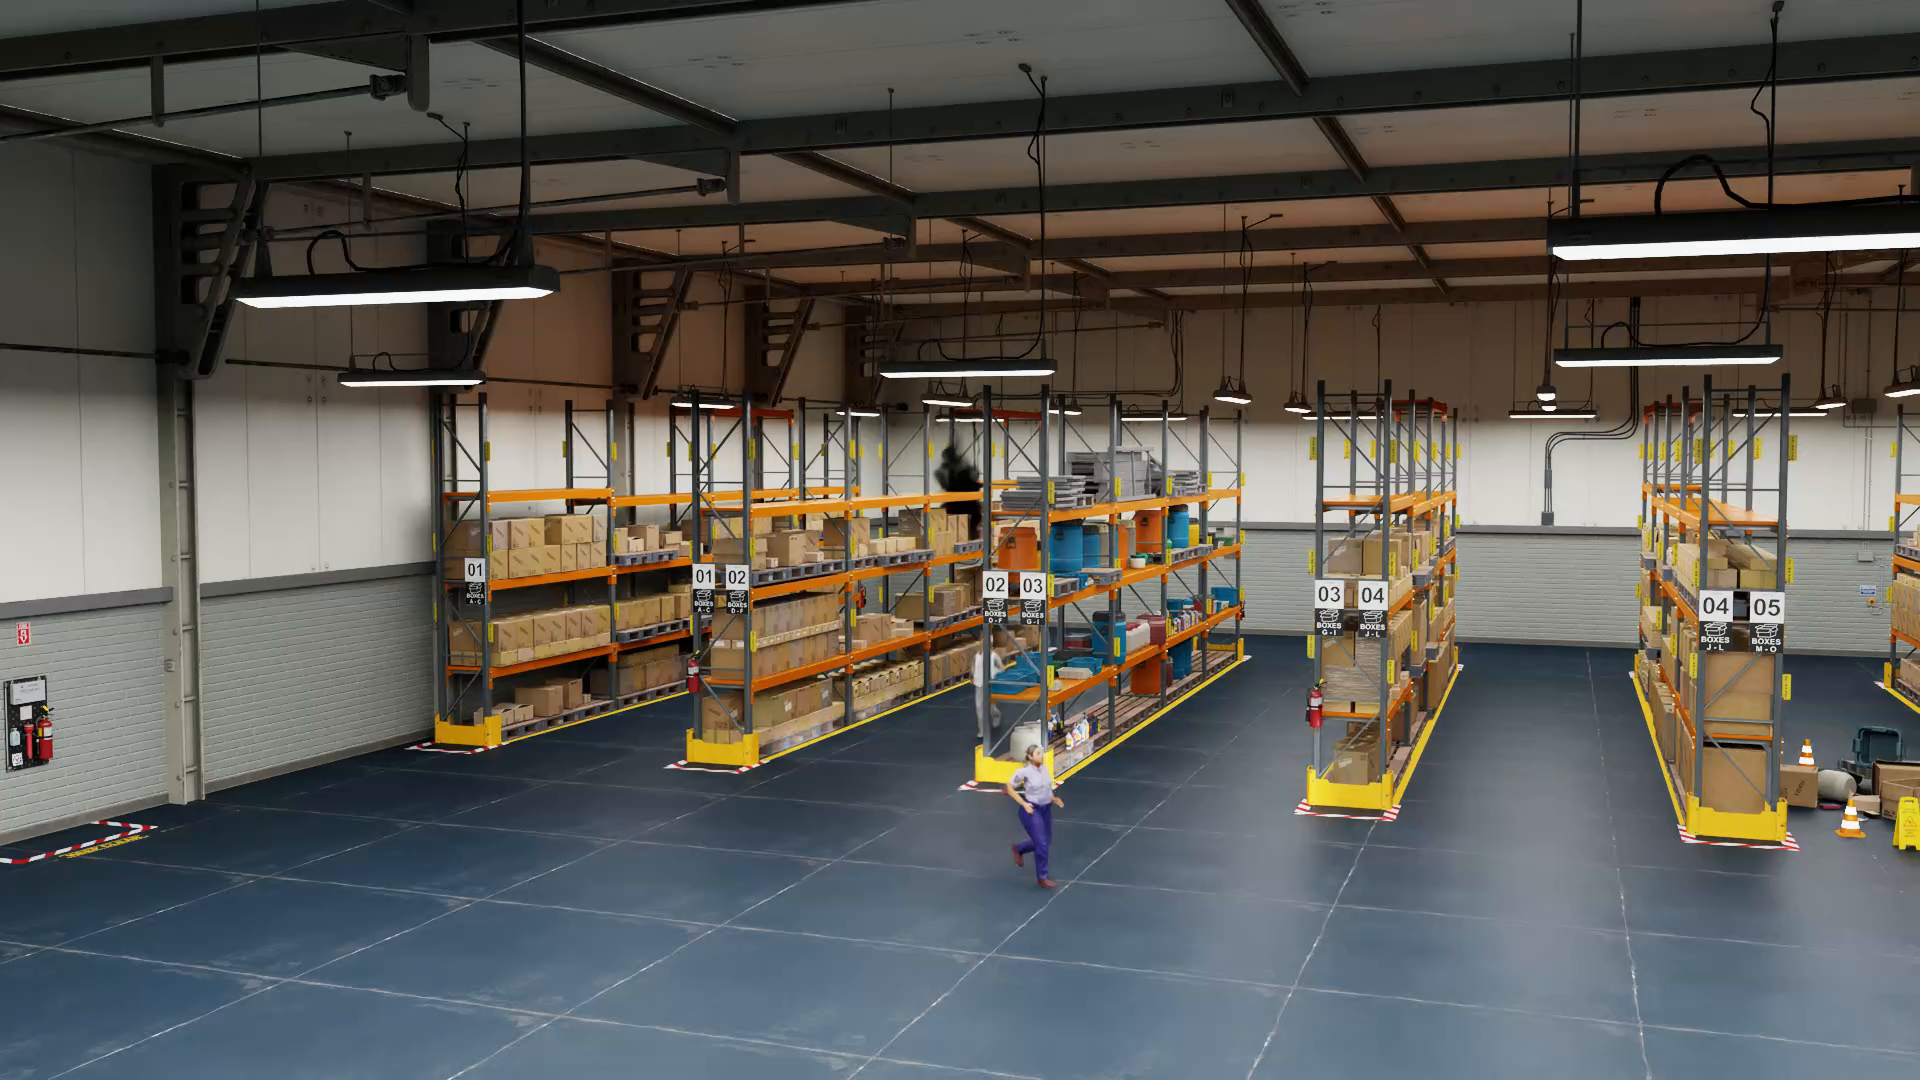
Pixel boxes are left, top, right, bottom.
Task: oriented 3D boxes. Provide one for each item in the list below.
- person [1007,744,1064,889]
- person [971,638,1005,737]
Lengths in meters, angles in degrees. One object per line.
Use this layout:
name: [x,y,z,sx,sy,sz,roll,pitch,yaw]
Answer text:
person: [0.834,3.180,19.291,0.777,1.637,0.589,3,4,43]
person: [0.477,2.565,29.354,0.673,1.753,0.789,1,3,20]
